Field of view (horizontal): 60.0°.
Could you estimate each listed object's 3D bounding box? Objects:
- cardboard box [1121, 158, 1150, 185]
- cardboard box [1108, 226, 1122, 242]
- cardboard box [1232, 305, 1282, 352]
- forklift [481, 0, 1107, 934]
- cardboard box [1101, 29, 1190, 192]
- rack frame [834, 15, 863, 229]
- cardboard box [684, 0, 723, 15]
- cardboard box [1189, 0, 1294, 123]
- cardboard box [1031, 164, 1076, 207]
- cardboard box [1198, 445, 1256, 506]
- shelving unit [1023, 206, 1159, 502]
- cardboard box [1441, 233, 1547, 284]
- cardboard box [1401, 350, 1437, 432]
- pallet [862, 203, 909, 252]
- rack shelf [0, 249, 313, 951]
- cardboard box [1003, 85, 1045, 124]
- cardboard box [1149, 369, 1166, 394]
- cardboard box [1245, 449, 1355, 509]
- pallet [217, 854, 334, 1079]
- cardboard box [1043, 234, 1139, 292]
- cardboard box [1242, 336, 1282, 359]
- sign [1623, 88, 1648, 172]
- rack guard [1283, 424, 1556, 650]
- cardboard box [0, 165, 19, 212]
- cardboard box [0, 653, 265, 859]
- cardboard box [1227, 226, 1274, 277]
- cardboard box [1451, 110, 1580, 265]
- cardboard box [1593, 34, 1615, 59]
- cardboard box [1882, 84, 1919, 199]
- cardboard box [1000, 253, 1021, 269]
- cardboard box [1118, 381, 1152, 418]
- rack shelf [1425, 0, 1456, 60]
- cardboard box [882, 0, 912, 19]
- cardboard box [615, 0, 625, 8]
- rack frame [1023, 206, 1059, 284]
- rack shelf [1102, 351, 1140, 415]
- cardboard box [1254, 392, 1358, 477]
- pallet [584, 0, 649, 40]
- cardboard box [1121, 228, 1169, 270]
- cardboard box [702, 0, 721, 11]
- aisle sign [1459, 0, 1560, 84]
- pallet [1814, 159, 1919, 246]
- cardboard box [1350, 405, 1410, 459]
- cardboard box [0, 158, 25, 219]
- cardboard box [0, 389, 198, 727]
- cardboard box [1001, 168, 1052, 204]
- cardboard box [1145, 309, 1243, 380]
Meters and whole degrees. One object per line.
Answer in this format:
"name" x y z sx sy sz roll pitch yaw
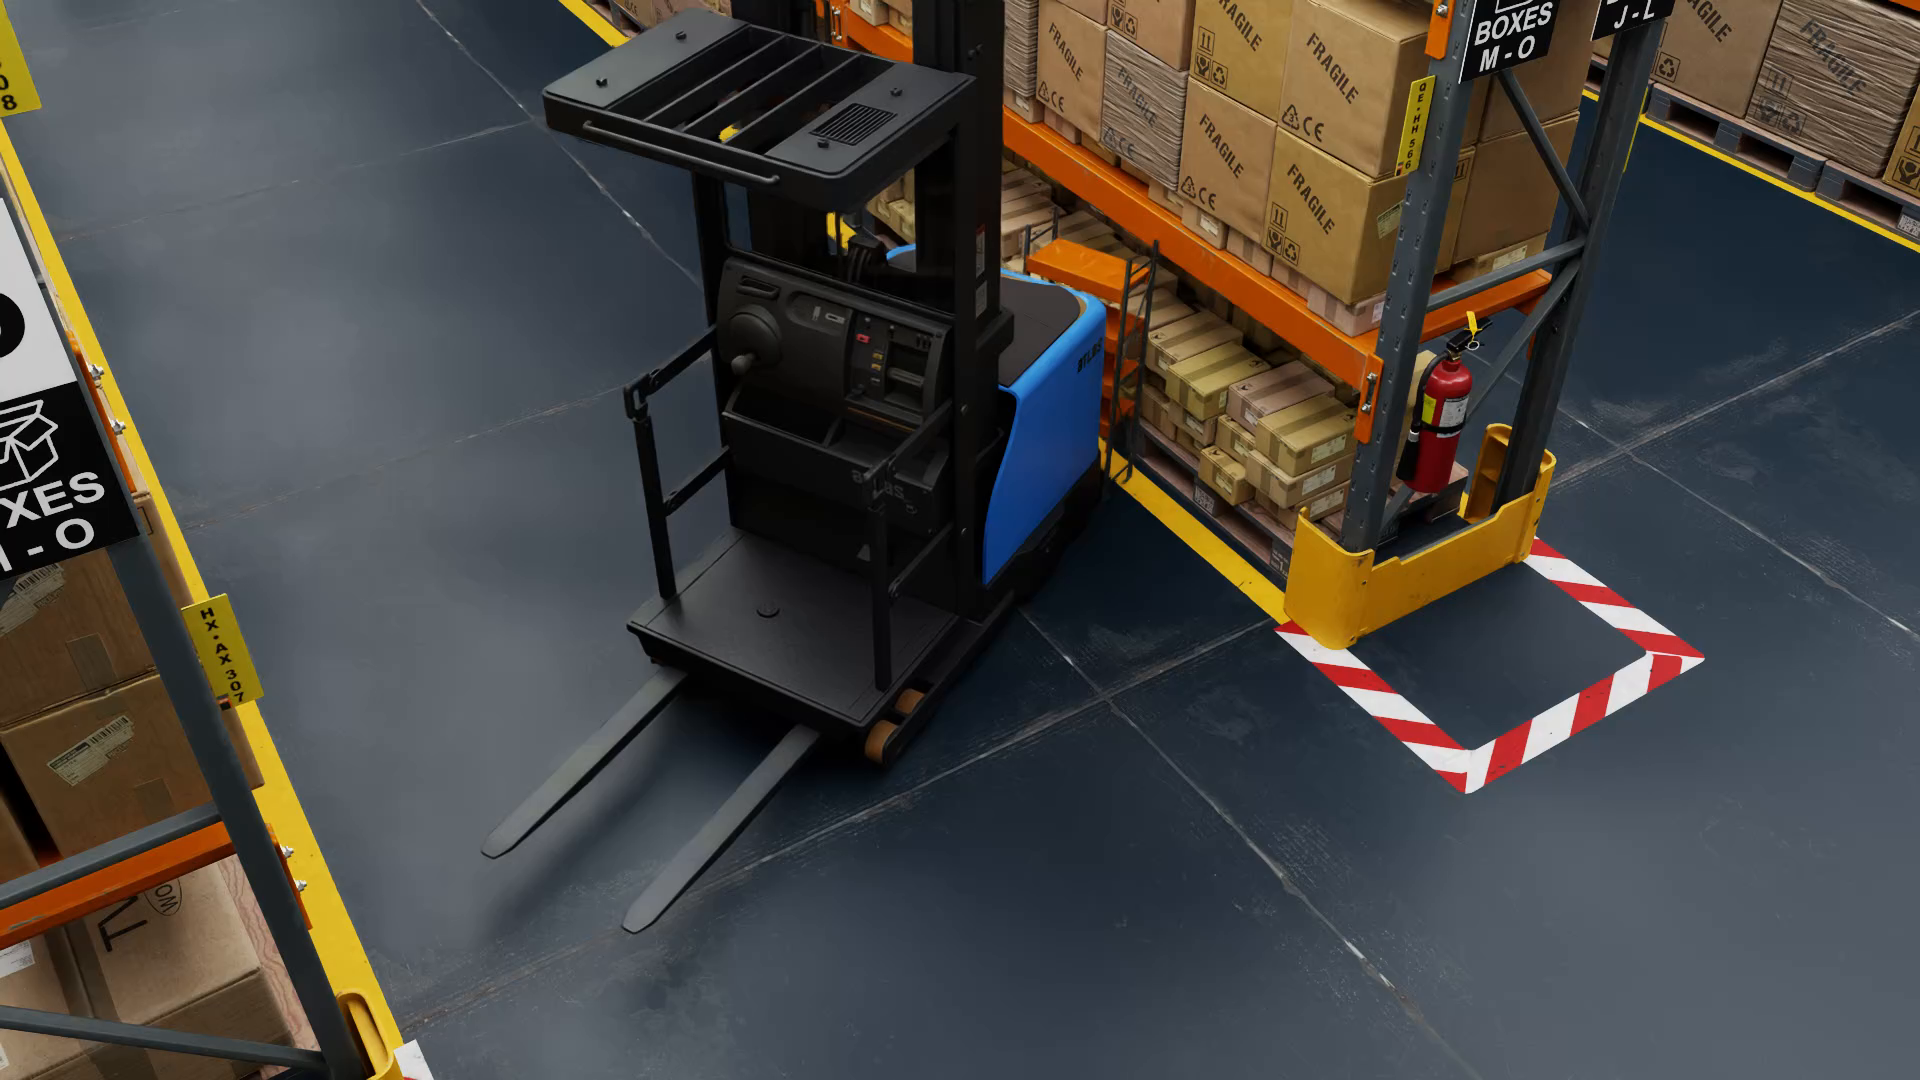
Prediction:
"cardboard box" 0.911 -1.652 7.085 0.380 0.149 0.250 -24 45 -26
"cardboard box" 0.877 -1.491 8.363 0.380 0.149 0.250 -24 46 -26
"cardboard box" 1.467 -1.031 7.579 0.380 0.149 0.250 -24 46 -26
"forklift" -0.569 -0.624 5.709 1.130 2.935 3.031 21 44 23
"cardboard box" 0.931 -1.801 6.758 0.500 0.500 0.500 -22 45 -24
"rack frame" -0.208 -3.103 8.631 1.000 3.000 0.127 -22 45 -24
"cardboard box" -1.366 -3.172 10.338 0.500 0.500 0.500 -23 45 -25
"cardboard box" 1.215 -1.916 6.114 0.500 0.500 0.500 -24 45 -26
"cardboard box" 0.587 -1.872 8.588 0.380 0.149 0.250 -21 44 -23
"cardboard box" 1.260 -0.327 7.198 0.380 0.149 0.250 -21 44 -23
"shelving unit" 0.529 -0.798 7.259 0.503 1.200 0.258 24 42 26
"cardboard box" 2.045 -1.135 6.466 0.380 0.149 0.250 -23 45 -25
"cardboard box" 1.948 -0.639 7.107 0.380 0.149 0.250 -24 46 -26
"pallet" 0.183 -1.682 9.103 1.003 0.211 1.213 -22 45 -24
"rack shelf" -3.252 0.011 5.455 1.077 0.370 4.000 -22 45 -24
"cardboard box" 0.418 -2.047 7.560 0.380 0.149 0.250 -20 44 -23
"cardboard box" 1.080 -0.772 7.499 0.380 0.149 0.250 -23 45 -25
"cardboard box" 1.418 -0.311 6.947 0.380 0.149 0.250 -23 45 -25
"pallet" -2.672 1.481 5.308 1.003 0.211 1.213 -22 45 -24
"cardboard box" 0.621 -1.288 7.887 0.380 0.149 0.250 -22 45 -24
"cardboard box" 1.525 -0.940 7.702 0.380 0.149 0.250 -21 44 -23
"sign" 2.400 -1.464 5.987 0.100 0.325 0.005 -22 45 -24
"rack guard" 1.902 -0.025 6.889 1.175 0.500 0.348 -22 45 -24
"cardboard box" -2.932 -0.996 4.736 0.380 0.149 0.250 -23 45 -25
"cardboard box" -2.192 0.418 4.327 0.500 0.500 0.500 -23 45 -25
"cardboard box" 1.280 -1.204 6.548 0.380 0.149 0.250 -23 45 -25
"cardboard box" 1.934 -1.434 6.318 0.500 0.500 0.500 -20 44 -22
"cardboard box" 4.316 -3.717 10.699 0.875 0.875 0.875 -22 45 -24
"cardboard box" 5.768 -2.260 8.951 0.875 0.875 0.875 -22 45 -24
"cardboard box" 0.361 -1.450 8.313 0.380 0.149 0.250 -20 44 -22
"cardboard box" 0.857 -0.744 7.698 0.380 0.149 0.250 -24 46 -26
"rack shelf" 0.867 -2.900 6.605 1.077 0.370 4.000 -22 45 -24
"cardboard box" -0.154 -2.902 8.079 0.500 0.500 0.500 -23 45 -25
"cardboard box" -2.193 -3.994 11.324 0.500 0.500 0.500 -24 45 -26
"rack frame" 0.329 -0.888 7.366 0.015 1.200 0.240 24 42 26
"rack shelf" 0.526 -0.744 7.299 0.480 0.148 0.258 24 42 26
"cardboard box" 1.445 -0.437 6.866 0.380 0.149 0.250 -22 44 -24
"pallet" -1.940 -3.769 11.608 1.003 0.211 1.213 -22 45 -24
"cardboard box" 1.007 -1.445 8.075 0.380 0.149 0.250 -22 45 -24
"cardboard box" -1.383 -3.470 10.109 0.500 0.250 0.500 -24 46 -26
"aisle sign" 1.729 -1.800 5.036 0.394 0.787 0.004 -22 45 -24
"pallet" 5.683 -1.930 9.402 1.003 0.211 1.213 -22 45 -24
"cardboard box" 1.878 -0.496 7.168 0.380 0.149 0.250 -20 44 -23
"cardboard box" -3.030 -0.786 4.991 0.500 0.500 0.500 -22 45 -24
"cardboard box" -2.194 0.035 4.006 0.500 0.500 0.500 -23 45 -25
"cardboard box" 0.238 -1.719 8.404 0.380 0.149 0.250 -23 45 -25
"cardboard box" 1.026 -0.850 7.362 0.380 0.149 0.250 -24 45 -26
